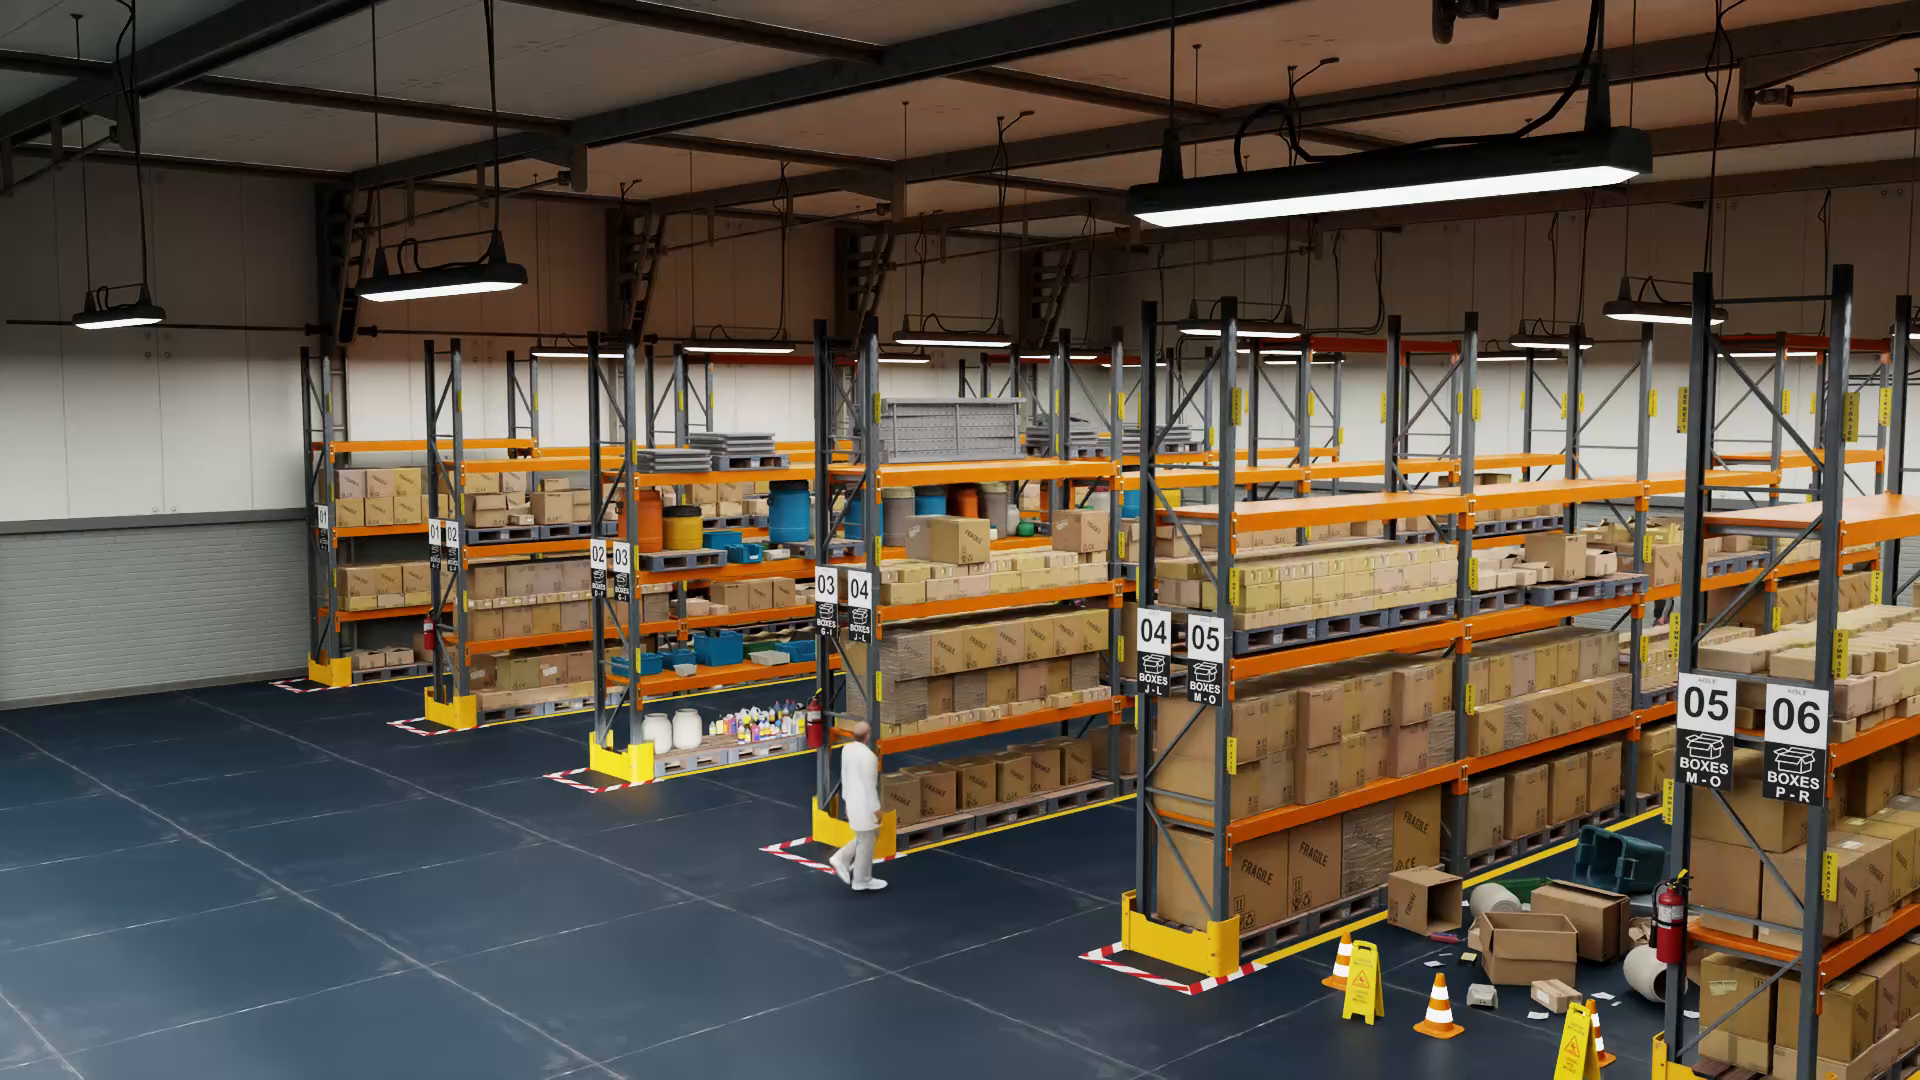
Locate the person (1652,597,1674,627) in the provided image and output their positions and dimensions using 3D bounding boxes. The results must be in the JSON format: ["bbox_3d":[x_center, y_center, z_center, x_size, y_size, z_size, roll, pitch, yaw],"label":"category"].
[{"bbox_3d":[13.610,1.500,32.131,0.983,1.696,0.605,3,6,29],"label":"person"}]

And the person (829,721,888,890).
[{"bbox_3d":[-1.054,2.763,17.231,0.604,1.739,0.566,-1,5,-8],"label":"person"}]
